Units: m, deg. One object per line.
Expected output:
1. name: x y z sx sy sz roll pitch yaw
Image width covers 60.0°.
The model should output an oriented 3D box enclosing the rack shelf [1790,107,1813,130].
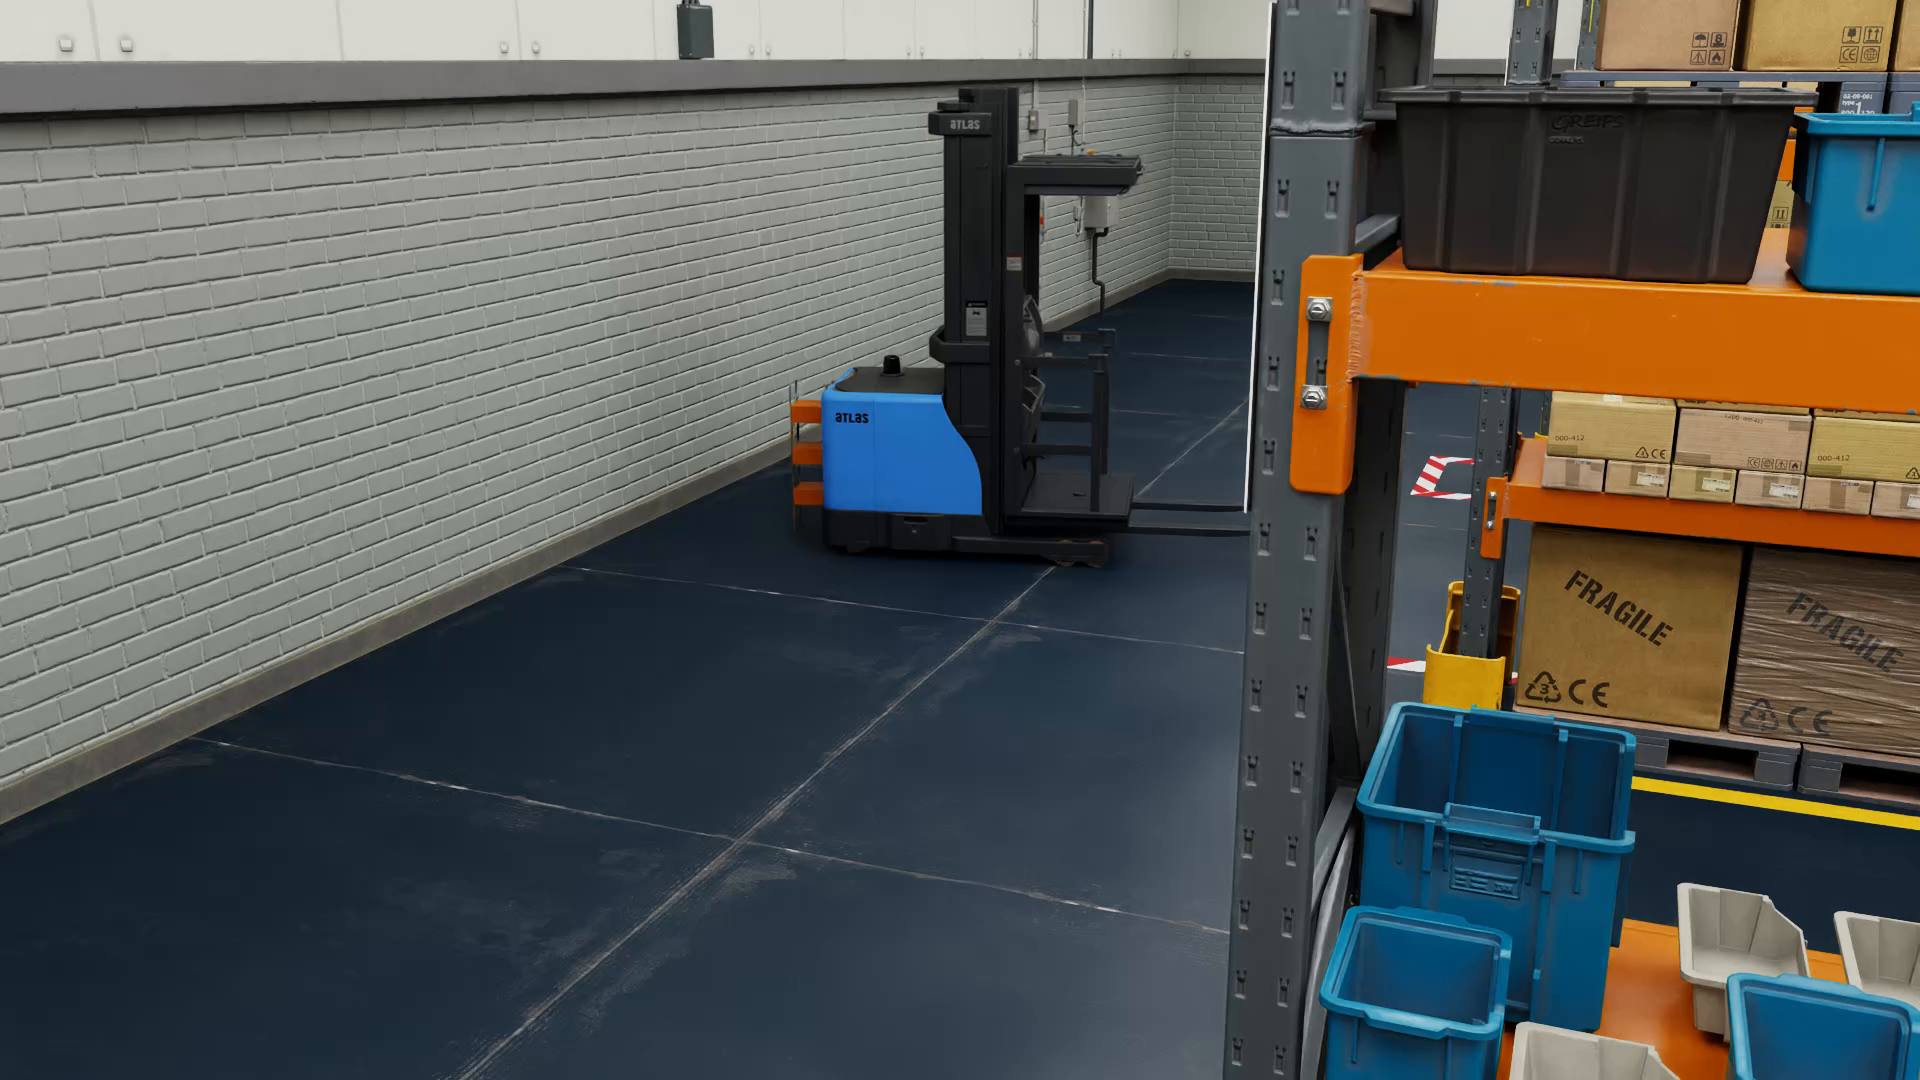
1. rack shelf: 6.302 -2.745 11.159 4.000 0.370 1.077 6 17 21

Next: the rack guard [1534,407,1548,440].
1. rack guard: 4.512 -0.646 12.504 0.348 0.500 1.175 6 17 21

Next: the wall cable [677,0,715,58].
1. wall cable: -1.468 -6.477 11.573 0.120 5.999 2.277 6 17 21

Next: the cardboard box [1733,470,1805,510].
1. cardboard box: 3.457 -0.258 7.132 0.250 0.149 0.380 6 17 20

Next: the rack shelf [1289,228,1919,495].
1. rack shelf: 2.570 -0.185 2.339 4.000 0.370 1.077 6 17 21

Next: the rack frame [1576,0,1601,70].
1. rack frame: 4.441 -4.736 11.346 0.127 3.000 1.000 6 17 21

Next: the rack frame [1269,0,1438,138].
1. rack frame: 0.710 -2.175 2.525 0.127 3.000 1.000 6 17 21

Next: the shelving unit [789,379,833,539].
1. shelving unit: -0.982 -0.537 11.138 0.252 1.050 0.215 2 16 8

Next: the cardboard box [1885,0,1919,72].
1. cardboard box: 4.009 -2.148 6.702 0.500 0.500 0.700 5 17 17

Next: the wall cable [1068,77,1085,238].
1. wall cable: 1.419 -4.576 19.735 0.122 1.984 0.588 6 17 21

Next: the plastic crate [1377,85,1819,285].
1. plastic crate: 0.966 -0.560 2.577 0.590 0.269 0.497 6 17 21

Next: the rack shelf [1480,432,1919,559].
1. rack shelf: 4.388 -0.029 7.182 4.000 0.370 1.077 6 17 21

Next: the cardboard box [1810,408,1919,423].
1. cardboard box: 3.824 -0.788 6.898 0.500 0.500 0.500 6 17 19

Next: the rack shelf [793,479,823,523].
1. rack shelf: -0.980 -0.260 11.218 0.240 0.259 0.215 2 16 8

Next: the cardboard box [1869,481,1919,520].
1. cardboard box: 3.933 -0.205 6.951 0.250 0.149 0.380 6 17 20

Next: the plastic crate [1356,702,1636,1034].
1. plastic crate: 1.090 0.646 3.397 0.499 0.435 0.616 6 17 21

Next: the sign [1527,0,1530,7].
1. sign: 2.318 -2.334 6.742 0.005 0.325 0.100 6 17 21

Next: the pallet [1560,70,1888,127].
1. pallet: 3.221 -1.903 7.129 1.213 0.211 1.003 6 17 21

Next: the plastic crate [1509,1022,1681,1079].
1. plastic crate: 1.087 0.969 2.822 0.298 0.136 0.250 6 17 21

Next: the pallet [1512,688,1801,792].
1. pallet: 3.300 0.822 7.963 1.213 0.211 1.003 6 17 21

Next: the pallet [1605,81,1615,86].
1. pallet: 6.857 -4.474 15.982 1.213 0.211 1.003 6 17 21

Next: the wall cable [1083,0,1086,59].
1. wall cable: 1.047 -6.733 18.227 0.029 3.000 2.355 6 17 21

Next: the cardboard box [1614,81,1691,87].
1. cardboard box: 4.765 -3.111 11.398 0.500 0.250 0.500 7 18 23

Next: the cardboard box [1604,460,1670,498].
1. cardboard box: 2.976 -0.310 7.313 0.250 0.149 0.380 6 17 20

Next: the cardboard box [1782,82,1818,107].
1. cardboard box: 5.737 -3.007 11.039 0.500 0.250 0.500 6 17 19

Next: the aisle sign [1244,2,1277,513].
1. aisle sign: 0.534 -0.473 2.759 0.004 0.787 0.394 6 17 21

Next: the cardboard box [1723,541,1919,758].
1. cardboard box: 3.999 0.378 7.550 0.875 0.875 0.875 6 17 21

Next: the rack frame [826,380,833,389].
1. rack frame: -0.861 -0.533 11.122 0.008 1.050 0.200 2 16 8

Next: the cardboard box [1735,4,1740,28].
1. cardboard box: 5.115 -3.485 11.075 0.250 0.149 0.380 6 17 21

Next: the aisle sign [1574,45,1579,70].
1. aisle sign: 4.263 -3.033 11.577 0.004 0.787 0.394 6 17 21

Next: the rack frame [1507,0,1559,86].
1. rack frame: 2.527 -3.460 6.950 0.127 3.000 1.000 6 17 21

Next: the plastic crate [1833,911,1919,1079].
1. plastic crate: 1.799 0.874 3.150 0.243 0.136 0.396 6 17 21

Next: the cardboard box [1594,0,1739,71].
1. cardboard box: 3.031 -2.278 7.147 0.500 0.500 0.700 5 17 17

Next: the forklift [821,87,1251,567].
1. forklift: 0.657 -1.392 10.712 3.031 2.935 1.130 2 16 8

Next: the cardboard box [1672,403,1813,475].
1. cardboard box: 3.361 -0.479 7.178 0.500 0.250 0.500 6 17 20
